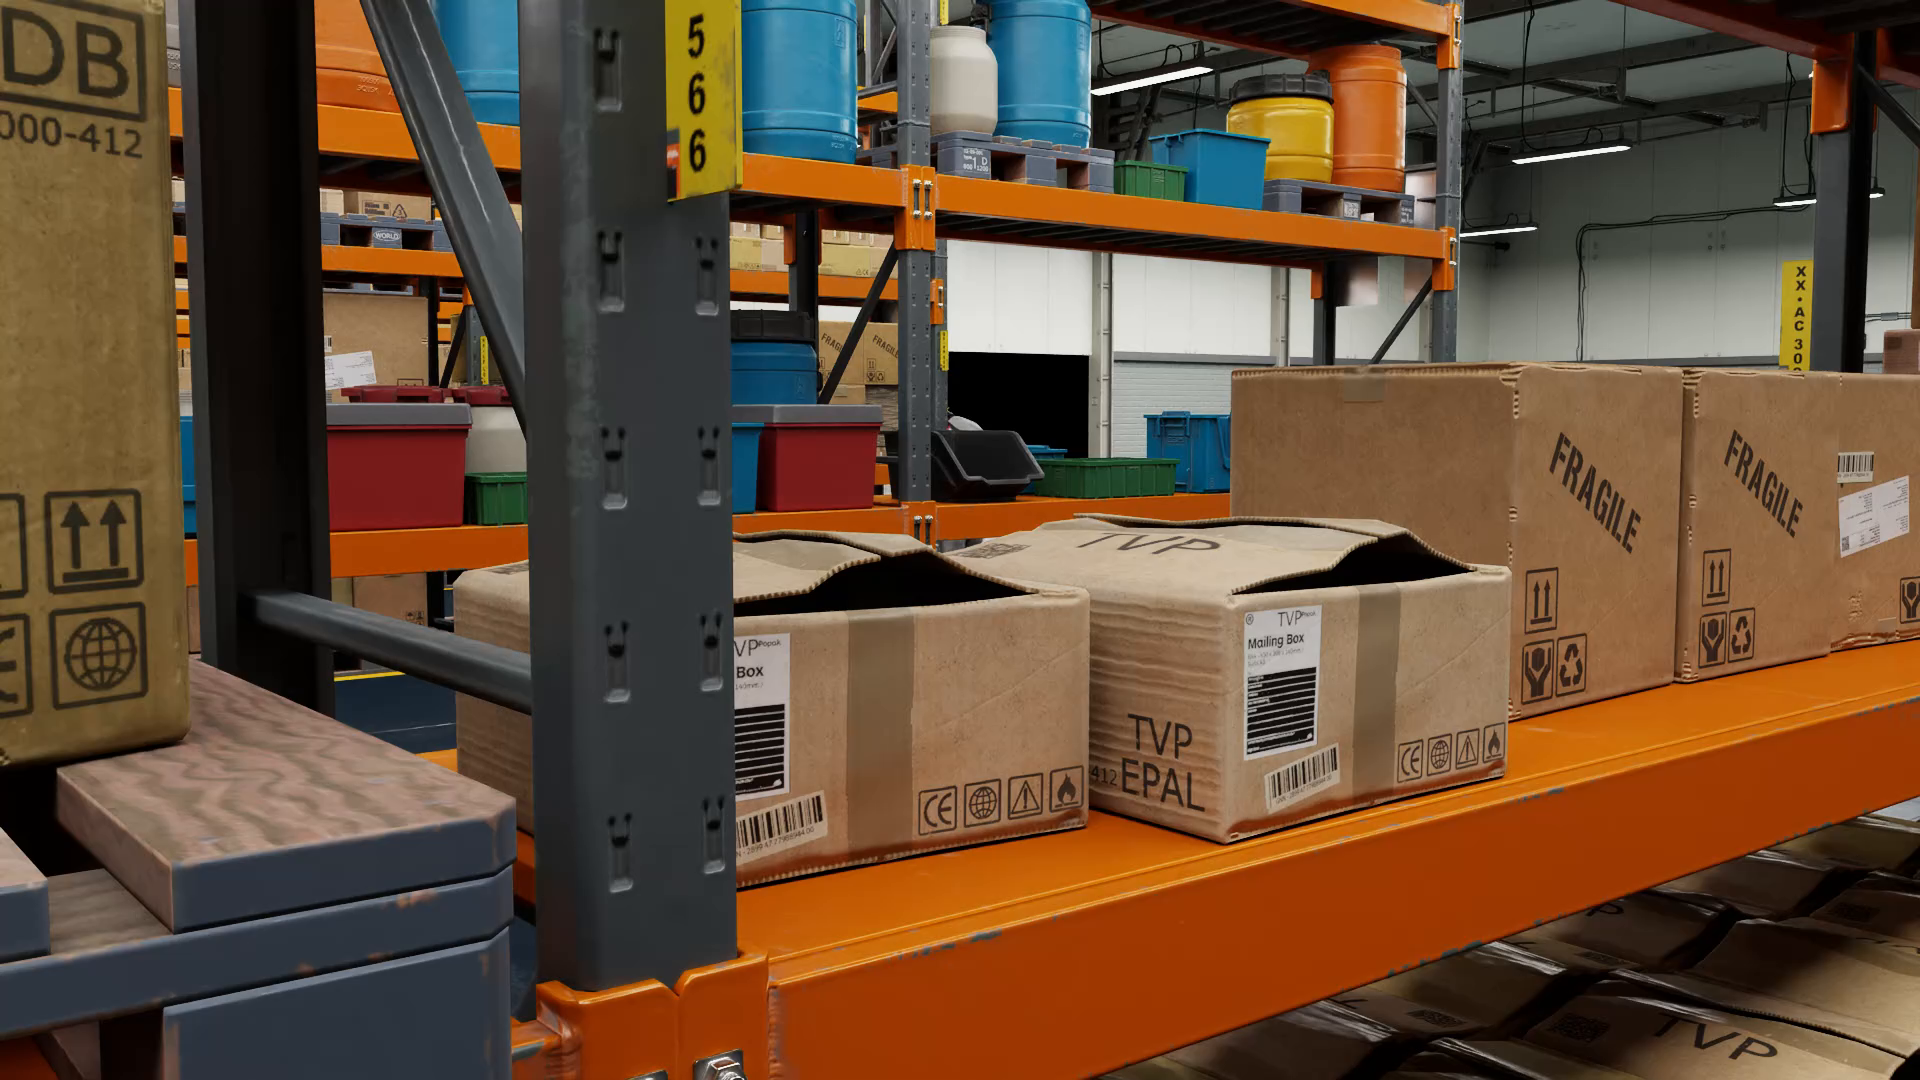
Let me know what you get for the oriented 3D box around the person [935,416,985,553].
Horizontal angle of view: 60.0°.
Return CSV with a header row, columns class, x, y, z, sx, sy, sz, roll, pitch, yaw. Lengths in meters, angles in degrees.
class,x,y,z,sx,sy,sz,roll,pitch,yaw
person,-0.029,-0.086,12.538,0.587,1.697,0.534,-4,6,-39
